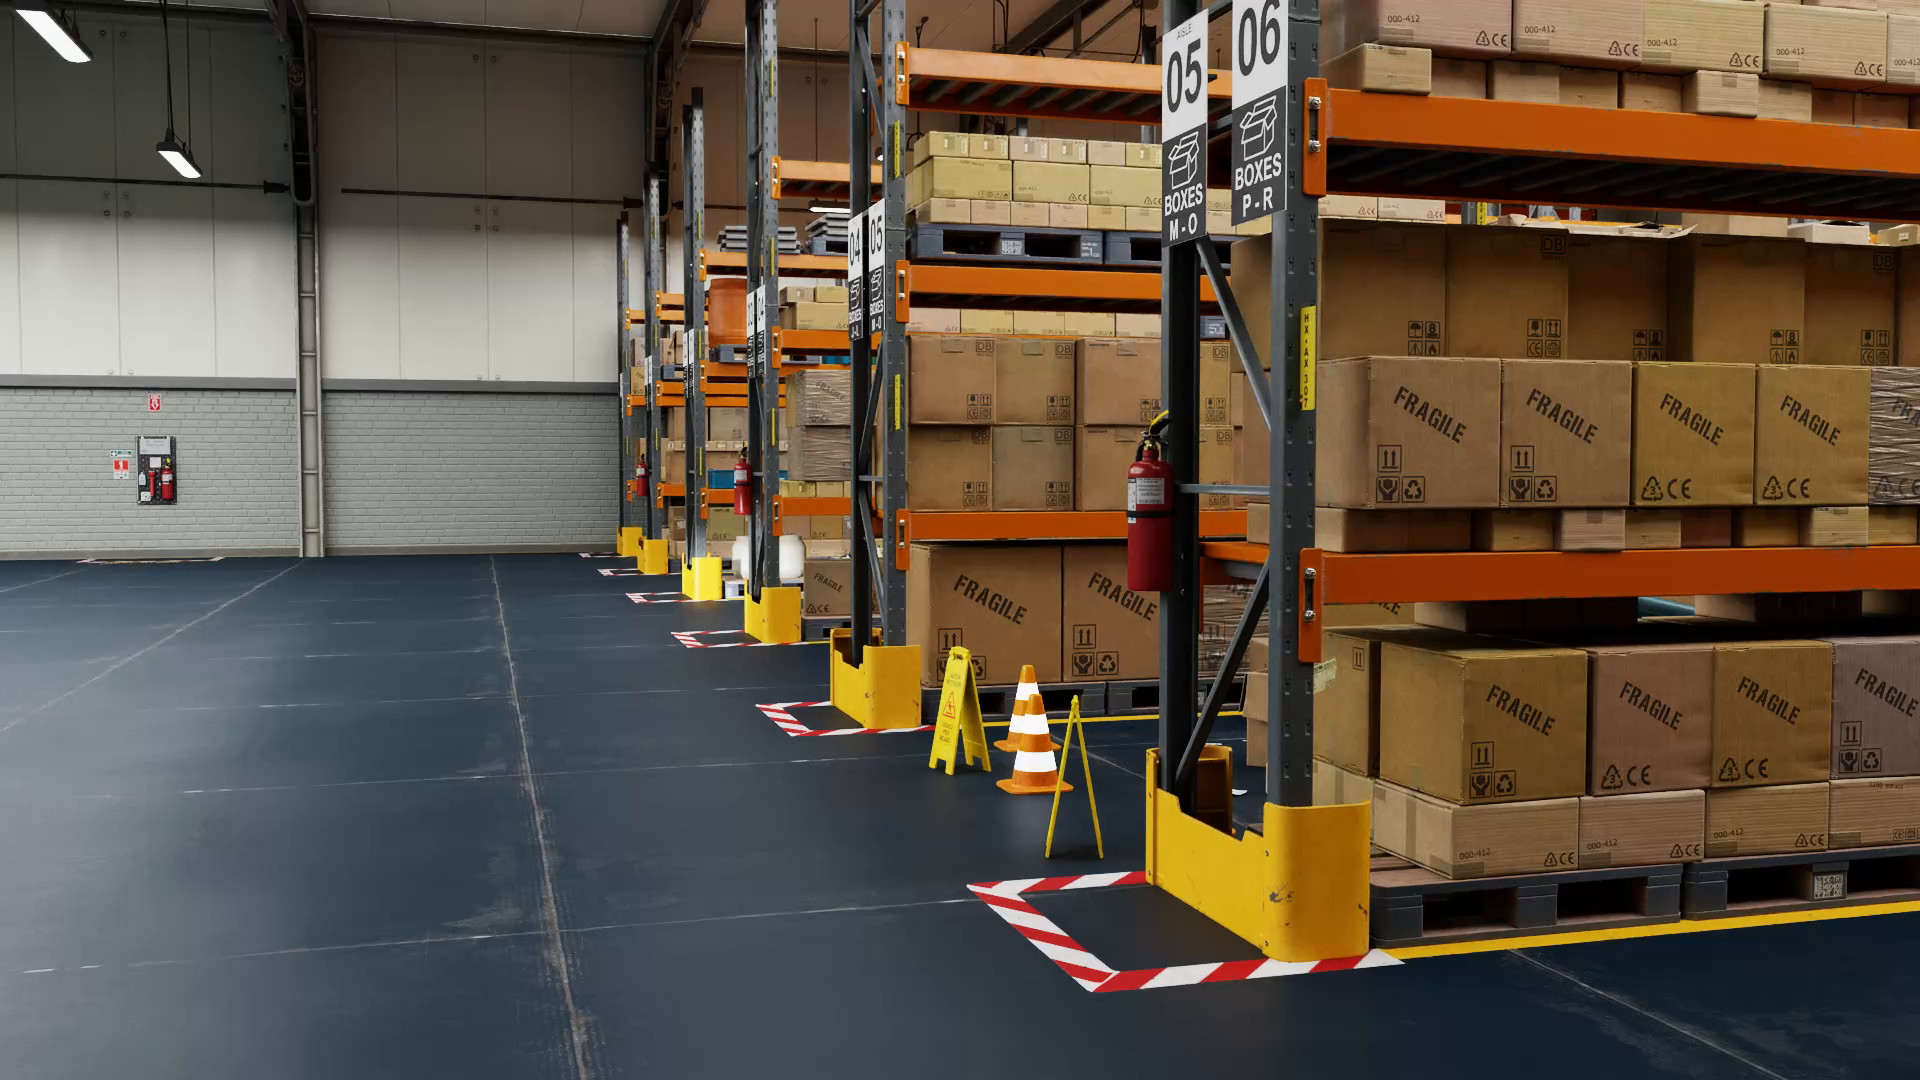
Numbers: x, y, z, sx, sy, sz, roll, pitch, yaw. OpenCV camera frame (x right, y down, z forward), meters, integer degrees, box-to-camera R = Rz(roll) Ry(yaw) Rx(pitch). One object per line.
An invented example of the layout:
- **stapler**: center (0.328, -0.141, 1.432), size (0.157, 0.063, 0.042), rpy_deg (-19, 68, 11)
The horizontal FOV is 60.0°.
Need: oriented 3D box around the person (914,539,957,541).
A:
- **person**: center (-0.299, 0.026, 18.460), size (0.484, 1.472, 0.858), rpy_deg (-1, 3, -18)
